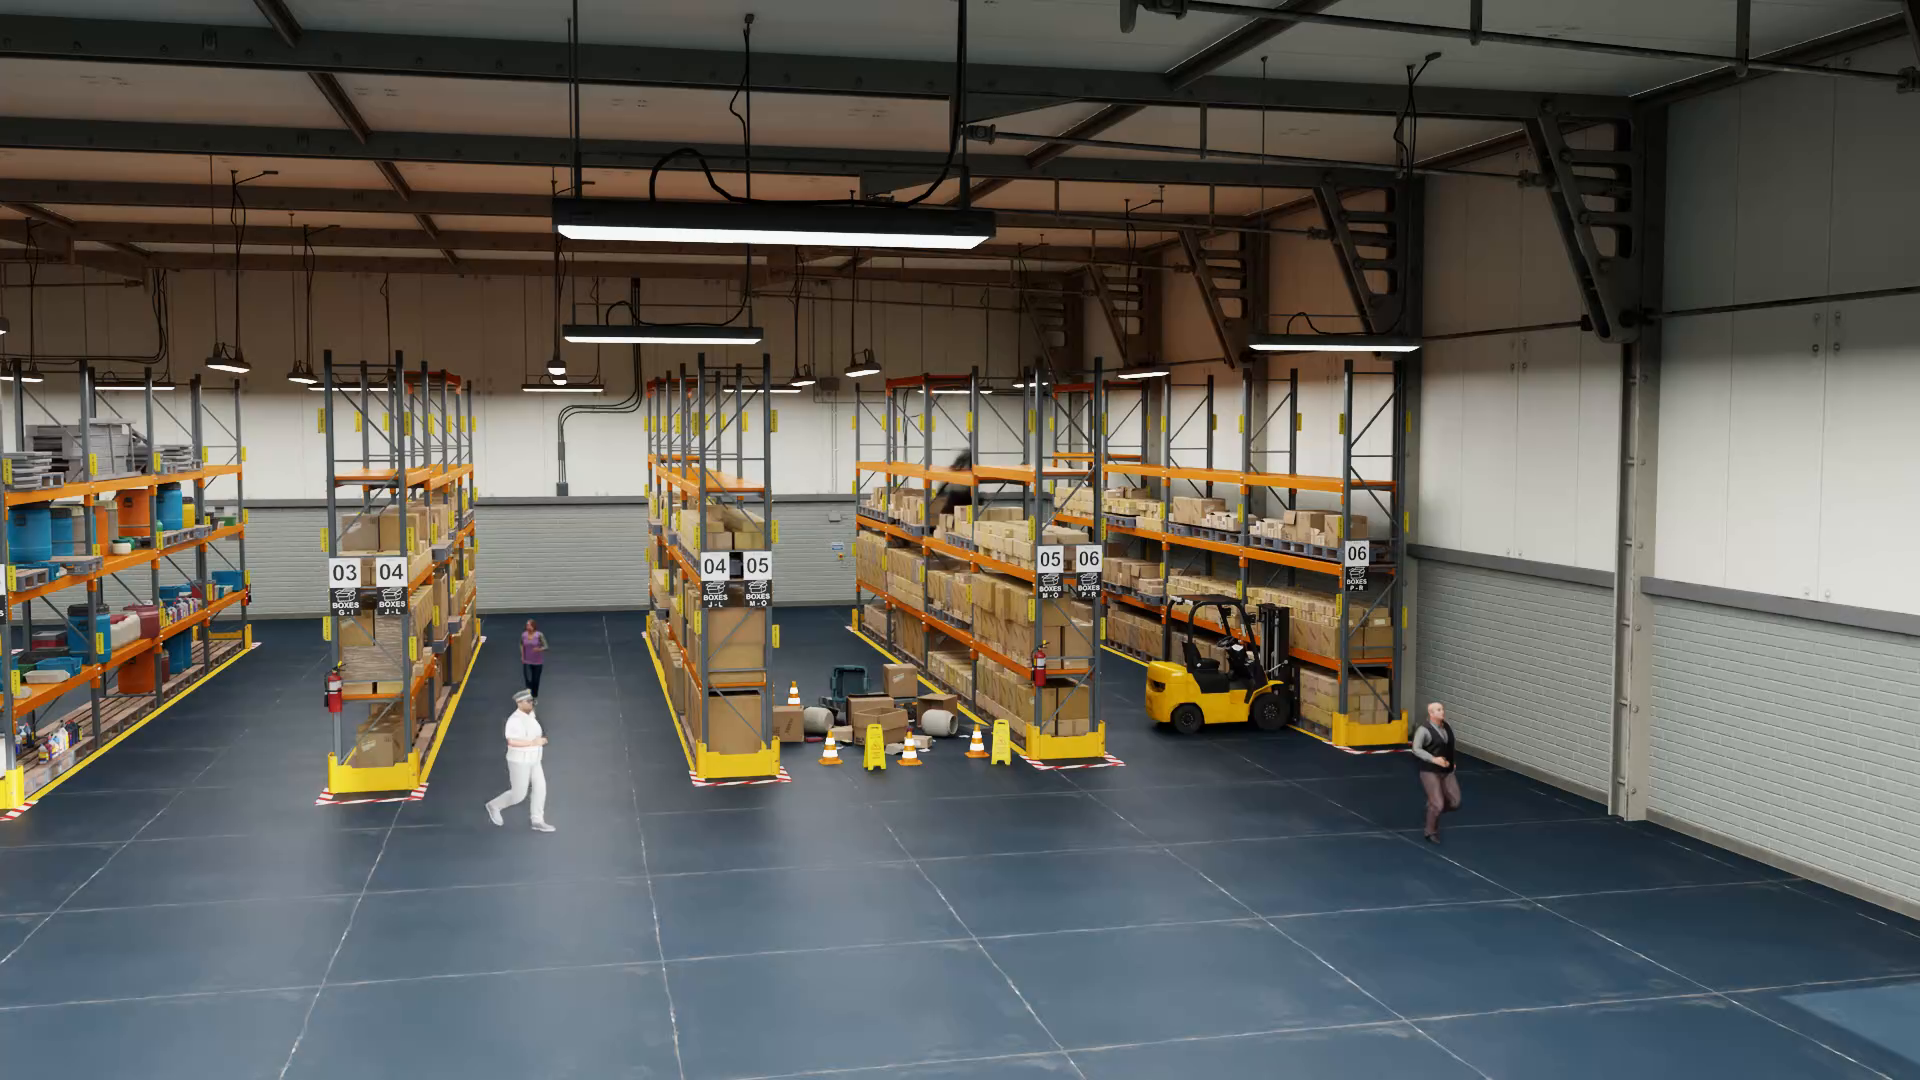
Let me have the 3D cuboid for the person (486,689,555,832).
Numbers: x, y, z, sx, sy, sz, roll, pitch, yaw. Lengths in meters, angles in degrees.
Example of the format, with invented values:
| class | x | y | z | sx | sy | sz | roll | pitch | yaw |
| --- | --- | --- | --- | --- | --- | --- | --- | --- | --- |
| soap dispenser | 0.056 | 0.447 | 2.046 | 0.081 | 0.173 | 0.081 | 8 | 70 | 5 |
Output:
| class | x | y | z | sx | sy | sz | roll | pitch | yaw |
| --- | --- | --- | --- | --- | --- | --- | --- | --- | --- |
| person | -5.381 | 2.690 | 20.403 | 0.890 | 1.756 | 0.666 | 1 | 4 | 16 |

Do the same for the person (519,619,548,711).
| class | x | y | z | sx | sy | sz | roll | pitch | yaw |
| --- | --- | --- | --- | --- | --- | --- | --- | --- | --- |
| person | -7.445 | 2.183 | 29.047 | 0.519 | 1.629 | 0.792 | -1 | 4 | -11 |

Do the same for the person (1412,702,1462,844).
| class | x | y | z | sx | sy | sz | roll | pitch | yaw |
| --- | --- | --- | --- | --- | --- | --- | --- | --- | --- |
| person | 5.714 | 2.780 | 19.882 | 0.698 | 1.687 | 0.591 | -2 | 4 | -27 |
